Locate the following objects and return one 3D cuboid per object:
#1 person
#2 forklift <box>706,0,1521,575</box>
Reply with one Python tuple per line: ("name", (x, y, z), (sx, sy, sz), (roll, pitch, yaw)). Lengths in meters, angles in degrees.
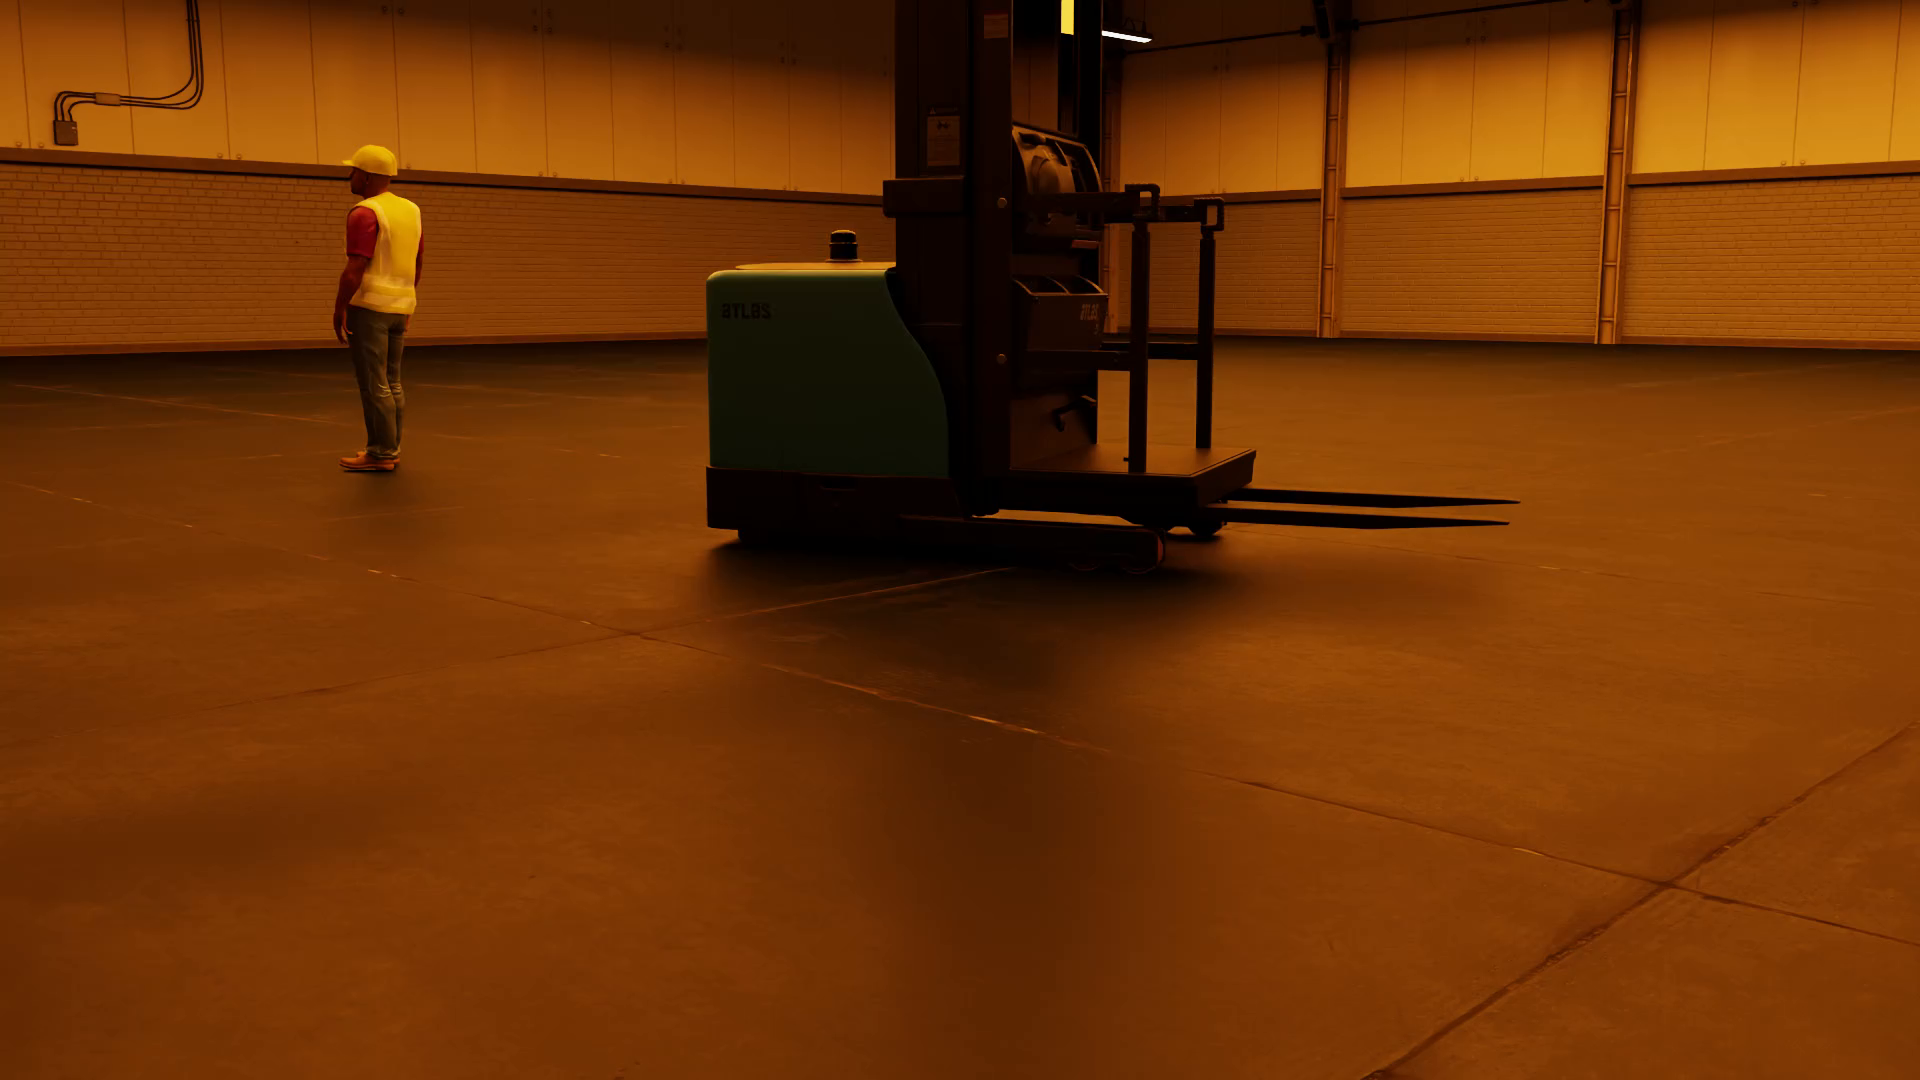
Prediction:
("person", (-3.283, -1.272, 9.185), (0.574, 1.769, 0.665), (2, 9, 14))
("forklift", (0.565, -1.416, 6.275), (3.031, 2.935, 1.130), (3, 9, 22))
